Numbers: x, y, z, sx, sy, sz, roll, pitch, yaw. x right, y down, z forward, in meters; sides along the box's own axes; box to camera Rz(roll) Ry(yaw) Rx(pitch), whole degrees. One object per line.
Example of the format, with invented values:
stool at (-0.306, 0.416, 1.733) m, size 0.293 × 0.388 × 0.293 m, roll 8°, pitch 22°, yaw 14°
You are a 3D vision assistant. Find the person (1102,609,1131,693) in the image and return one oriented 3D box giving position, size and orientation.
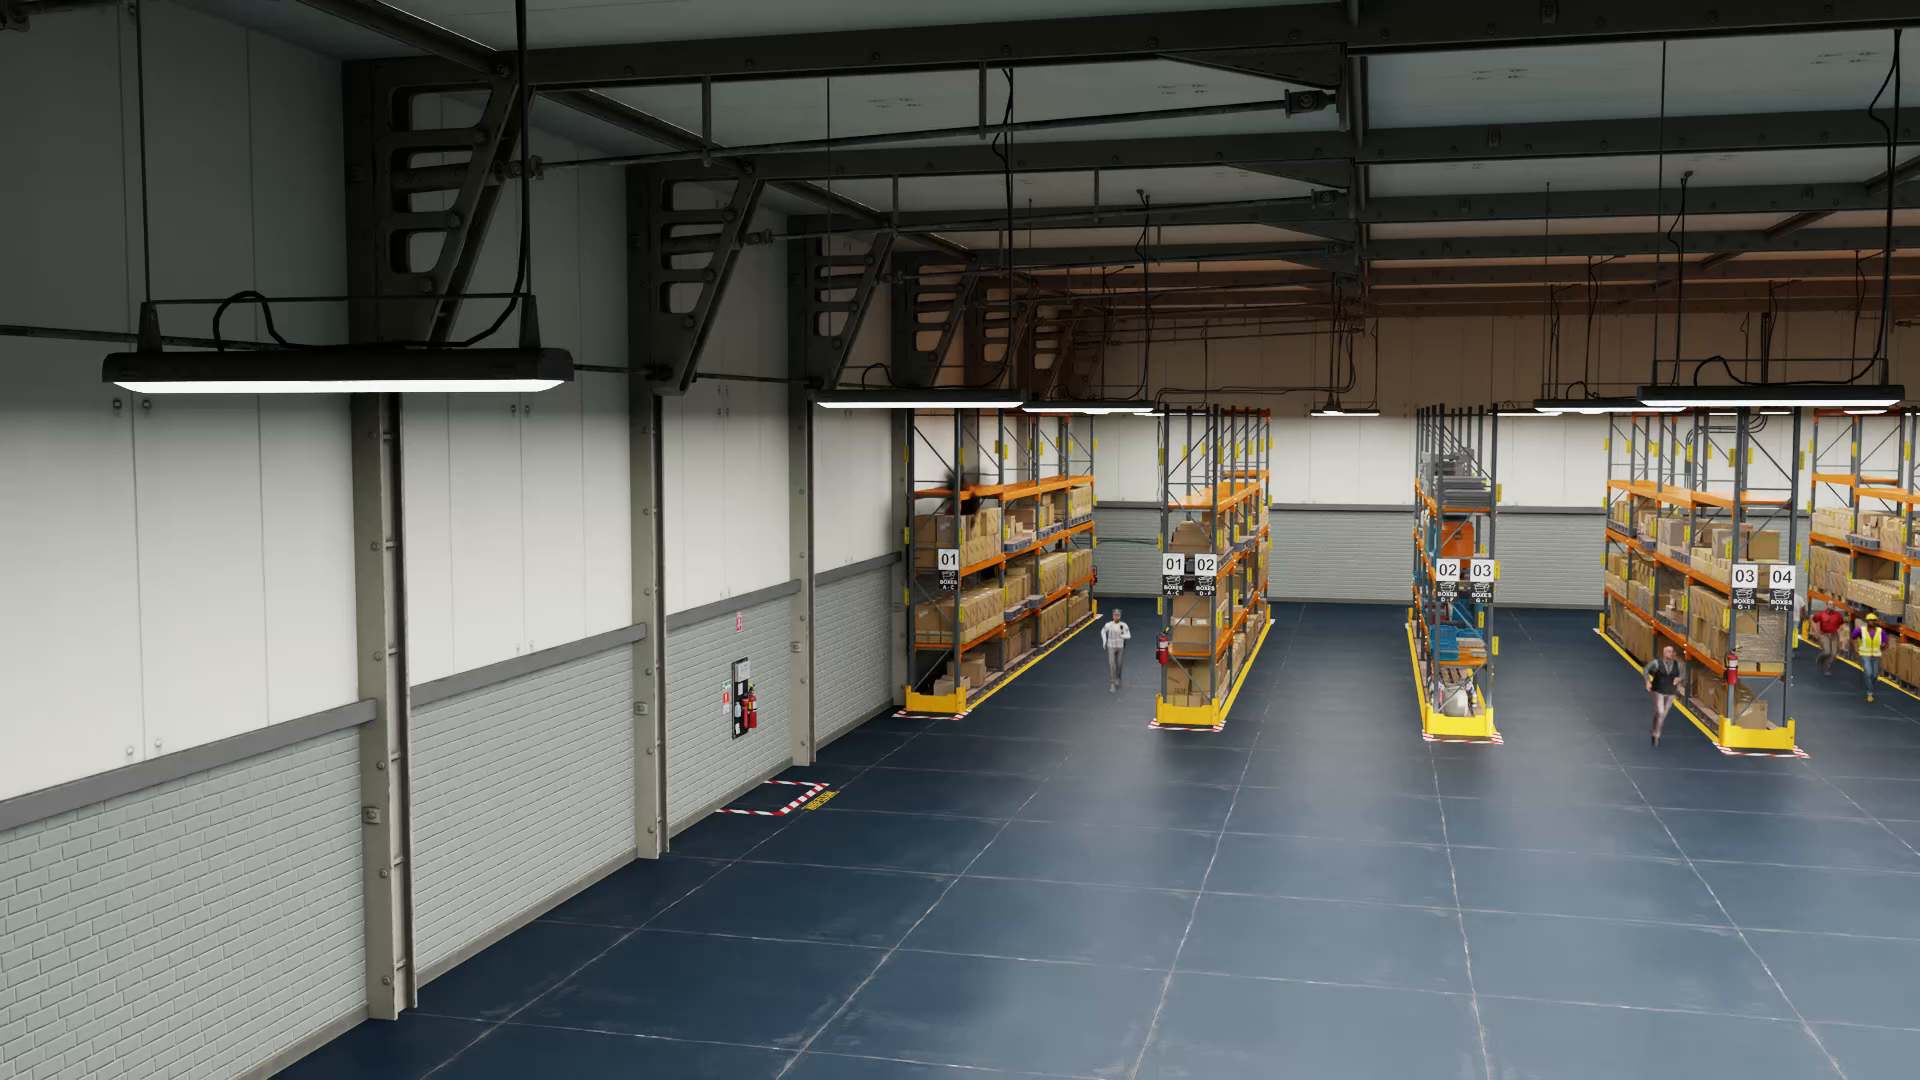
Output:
person at (3.299, 2.307, 35.100) m, size 0.593 × 1.727 × 0.837 m, roll 0°, pitch 4°, yaw 1°

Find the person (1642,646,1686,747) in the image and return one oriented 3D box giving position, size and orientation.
person at (12.434, 2.744, 29.360) m, size 0.663 × 1.763 × 0.790 m, roll 0°, pitch 4°, yaw 2°

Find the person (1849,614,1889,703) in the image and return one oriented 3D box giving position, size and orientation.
person at (18.519, 2.374, 33.853) m, size 0.701 × 1.769 × 0.827 m, roll 1°, pitch 4°, yaw 15°

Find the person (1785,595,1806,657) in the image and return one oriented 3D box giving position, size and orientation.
person at (20.097, 1.953, 40.312) m, size 0.723 × 1.734 × 0.782 m, roll 1°, pitch 4°, yaw 12°

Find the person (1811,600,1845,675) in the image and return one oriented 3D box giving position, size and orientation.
person at (19.335, 2.184, 36.970) m, size 0.652 × 1.679 × 0.590 m, roll 1°, pitch 4°, yaw 8°
